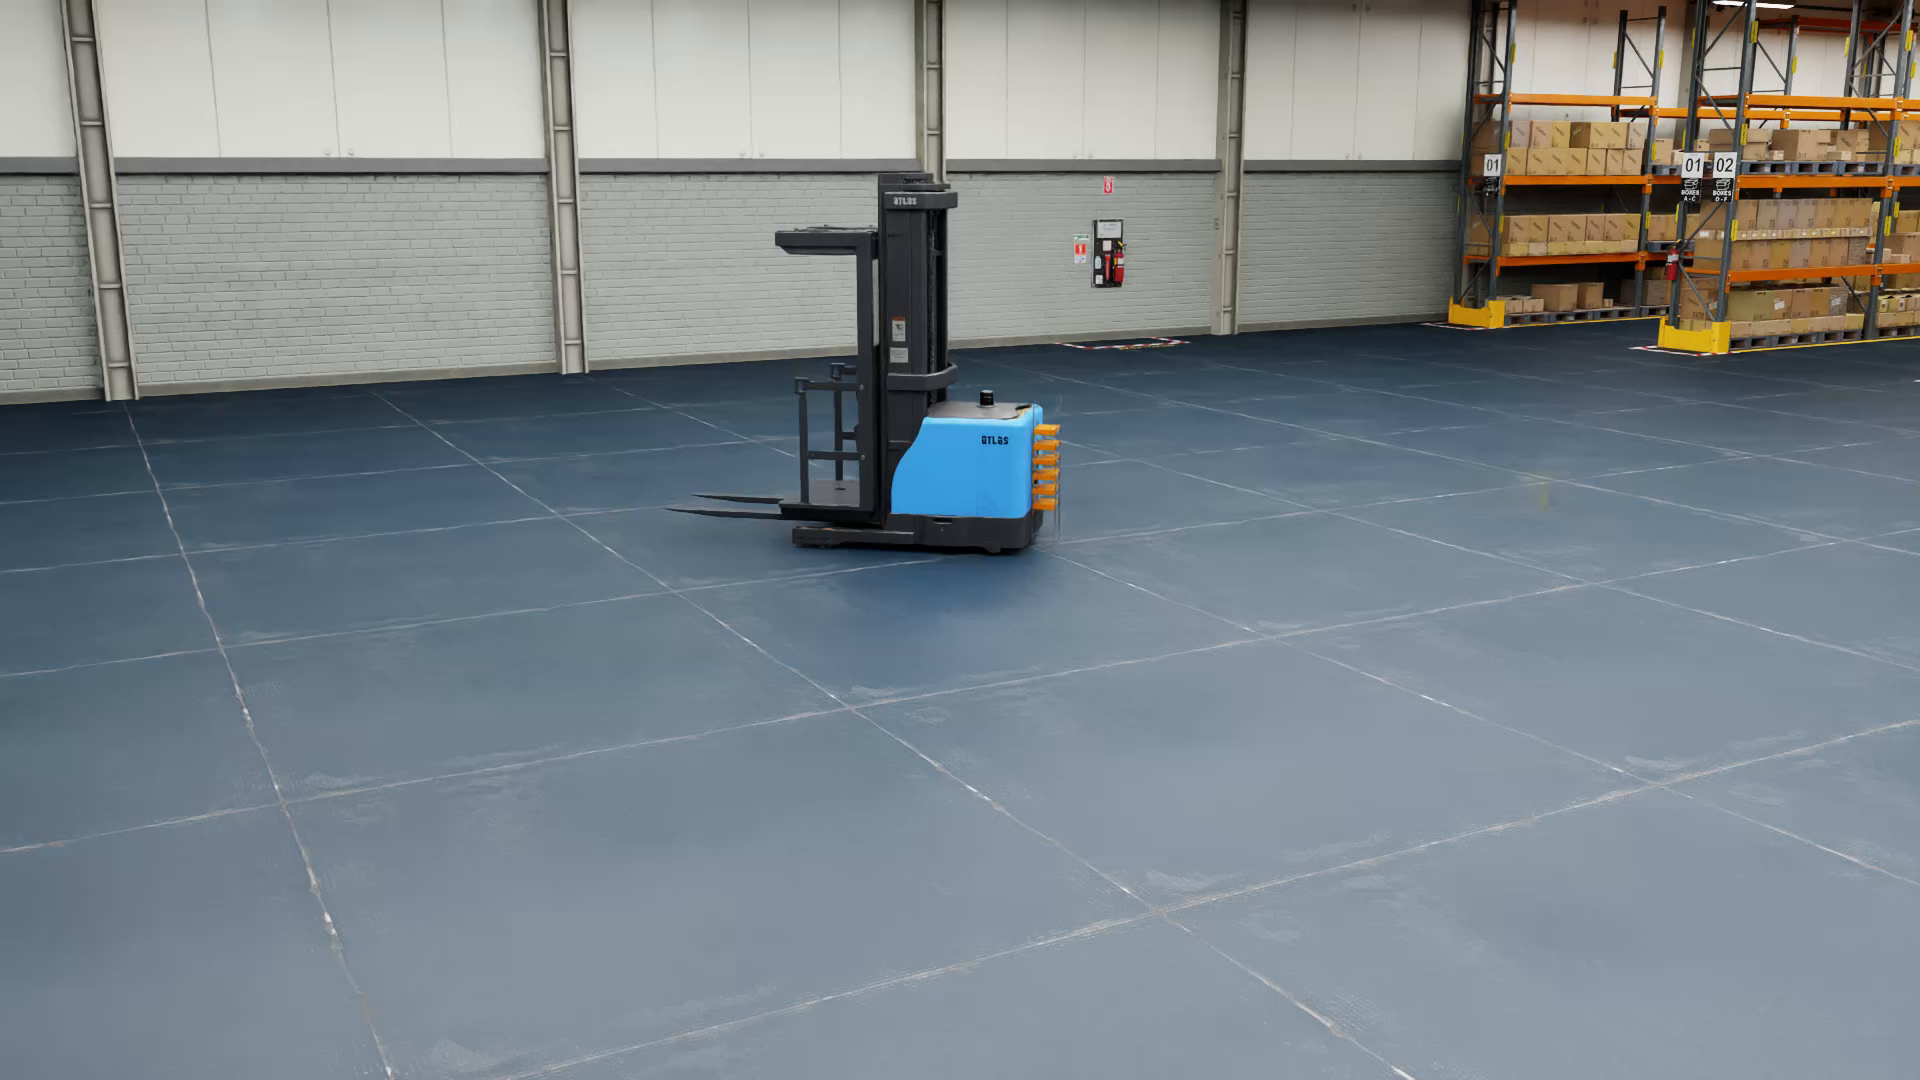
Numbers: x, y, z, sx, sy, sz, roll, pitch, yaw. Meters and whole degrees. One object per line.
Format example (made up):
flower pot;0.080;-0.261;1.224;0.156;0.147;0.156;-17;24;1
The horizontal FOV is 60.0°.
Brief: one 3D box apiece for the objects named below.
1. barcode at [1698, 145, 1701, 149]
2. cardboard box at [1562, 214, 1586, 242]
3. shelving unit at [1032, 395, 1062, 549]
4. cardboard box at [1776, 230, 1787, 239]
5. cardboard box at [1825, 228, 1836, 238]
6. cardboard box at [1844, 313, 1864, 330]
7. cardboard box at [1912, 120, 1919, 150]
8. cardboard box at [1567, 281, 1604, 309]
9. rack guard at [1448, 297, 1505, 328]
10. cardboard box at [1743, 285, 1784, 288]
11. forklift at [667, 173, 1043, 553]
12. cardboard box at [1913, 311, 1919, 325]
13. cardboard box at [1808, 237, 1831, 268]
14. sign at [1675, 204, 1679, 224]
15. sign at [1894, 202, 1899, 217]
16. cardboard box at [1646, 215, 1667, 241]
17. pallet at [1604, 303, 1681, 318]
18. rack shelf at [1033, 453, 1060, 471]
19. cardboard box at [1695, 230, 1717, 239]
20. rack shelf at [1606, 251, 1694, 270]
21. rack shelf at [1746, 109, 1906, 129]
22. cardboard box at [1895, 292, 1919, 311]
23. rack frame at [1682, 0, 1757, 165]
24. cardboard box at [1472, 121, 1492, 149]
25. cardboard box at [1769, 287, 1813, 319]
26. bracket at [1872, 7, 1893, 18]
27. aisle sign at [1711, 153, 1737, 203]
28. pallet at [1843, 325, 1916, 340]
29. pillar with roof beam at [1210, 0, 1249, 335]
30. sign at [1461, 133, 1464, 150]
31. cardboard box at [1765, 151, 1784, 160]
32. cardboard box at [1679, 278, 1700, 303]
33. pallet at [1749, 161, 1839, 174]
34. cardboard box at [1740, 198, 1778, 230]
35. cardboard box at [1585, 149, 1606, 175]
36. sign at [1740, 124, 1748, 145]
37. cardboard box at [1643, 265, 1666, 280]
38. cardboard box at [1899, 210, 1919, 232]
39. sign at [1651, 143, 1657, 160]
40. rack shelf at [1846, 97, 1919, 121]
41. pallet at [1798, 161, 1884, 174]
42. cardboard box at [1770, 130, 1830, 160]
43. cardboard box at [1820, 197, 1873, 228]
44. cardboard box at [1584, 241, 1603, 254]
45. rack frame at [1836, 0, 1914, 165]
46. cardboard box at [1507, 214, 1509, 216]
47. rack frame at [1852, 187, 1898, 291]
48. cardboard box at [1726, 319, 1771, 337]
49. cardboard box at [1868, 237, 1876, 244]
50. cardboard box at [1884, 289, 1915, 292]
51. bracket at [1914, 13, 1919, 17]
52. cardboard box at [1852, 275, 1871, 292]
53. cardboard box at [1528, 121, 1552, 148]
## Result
barcode;12.272;-6.518;27.584;0.075;0.075;0.001;-7;14;-28
cardboard box;11.767;-6.055;32.271;0.500;0.500;0.500;-6;14;-26
shelving unit;0.693;-0.546;13.301;0.189;1.200;0.258;3;13;12
cardboard box;13.591;-5.120;27.824;0.250;0.149;0.380;-7;15;-30
cardboard box;14.719;-5.256;28.426;0.250;0.149;0.380;-7;14;-28
cardboard box;15.447;-3.840;29.145;0.500;0.250;0.500;-7;14;-28
cardboard box;16.798;-7.150;29.392;0.500;0.500;0.500;-5;14;-22
cardboard box;12.481;-4.900;33.240;0.500;0.500;0.500;-8;15;-32
rack guard;9.928;-4.389;31.973;0.348;0.500;1.175;-7;14;-28
cardboard box;13.877;-4.150;28.814;0.500;0.500;0.500;-7;14;-28
forklift;-0.877;-1.471;13.471;3.031;2.935;1.130;3;13;12
cardboard box;17.125;-4.034;30.007;0.500;0.250;0.500;-7;15;-30
cardboard box;14.461;-4.959;28.586;0.500;0.500;0.700;-7;14;-27
sign;11.991;-5.433;27.741;0.005;0.325;0.100;-7;14;-28
sign;20.663;-7.286;36.694;0.005;0.325;0.100;-7;14;-28
cardboard box;13.836;-6.332;33.682;0.500;0.500;0.700;-7;14;-28
pallet;14.055;-4.743;34.204;1.213;0.211;1.003;-7;14;-28
rack shelf;0.693;-0.619;13.284;0.180;0.103;0.258;3;13;12
cardboard box;12.482;-5.088;27.682;0.250;0.149;0.380;-7;15;-29
rack shelf;15.128;-5.881;34.547;4.000;0.370;1.077;-7;14;-28
rack shelf;18.639;-9.033;35.802;4.000;0.370;1.077;-7;14;-28
cardboard box;17.127;-4.306;29.939;0.500;0.311;0.500;-7;15;-30
rack frame;12.238;-7.573;26.764;0.127;3.000;1.000;-7;14;-28
cardboard box;10.115;-7.706;31.636;0.500;0.500;0.500;-6;14;-25
cardboard box;14.134;-4.046;28.355;0.500;0.500;0.500;-7;14;-28
bracket;20.400;-11.674;36.789;0.430;0.232;0.235;-7;14;-28
aisle sign;12.327;-5.849;26.844;0.004;0.787;0.394;-7;14;-28
pallet;16.377;-3.792;29.977;1.213;0.211;1.003;-7;14;-28
pillar with roof beam;6.858;-7.307;25.581;0.400;9.000;9.100;-7;14;-28
sign;9.613;-7.605;31.721;0.005;0.325;0.100;-7;14;-28
cardboard box;13.356;-6.350;27.459;0.250;0.149;0.380;-7;14;-28
cardboard box;14.907;-5.207;34.606;0.500;0.500;0.700;-7;14;-27
pallet;13.944;-6.265;27.986;1.213;0.211;1.003;-7;14;-28
cardboard box;13.160;-5.437;27.752;0.500;0.500;0.700;-7;15;-29
cardboard box;12.129;-7.326;32.226;0.500;0.500;0.500;-7;15;-30
sign;12.499;-6.467;26.511;0.005;0.325;0.100;-7;14;-28
cardboard box;14.395;-5.510;34.244;0.500;0.250;0.500;-7;15;-29
cardboard box;21.522;-7.139;37.816;0.700;0.700;0.980;-7;15;-29
sign;13.639;-7.633;32.686;0.005;0.325;0.100;-7;14;-28
rack shelf;17.505;-7.658;29.692;4.000;0.370;1.077;-7;14;-28
pallet;15.013;-6.393;28.552;1.213;0.211;1.003;-7;14;-28
cardboard box;14.243;-6.705;28.229;0.637;0.503;0.797;-5;14;-22
cardboard box;15.363;-5.701;28.926;0.500;0.500;0.700;-7;14;-28
cardboard box;12.227;-5.743;32.592;0.500;0.250;0.500;-7;14;-28
rack frame;15.749;-7.994;28.634;0.127;3.000;1.000;-7;14;-28
cardboard box;10.620;-6.045;32.224;0.500;0.500;0.500;-7;14;-27
rack frame;20.394;-6.863;37.273;0.127;3.000;1.000;-7;14;-28
cardboard box;13.253;-3.577;27.976;0.500;0.250;0.500;-7;14;-28
cardboard box;20.023;-6.629;36.759;0.250;0.149;0.380;-7;14;-27
cardboard box;17.303;-4.462;30.633;0.500;0.311;0.500;-7;14;-29
bracket;23.390;-12.032;38.381;4.783;0.066;0.076;-7;14;-28
cardboard box;19.886;-5.926;37.047;0.750;0.750;0.750;-7;14;-27
cardboard box;10.781;-7.647;31.374;0.500;0.500;0.500;-7;14;-29
